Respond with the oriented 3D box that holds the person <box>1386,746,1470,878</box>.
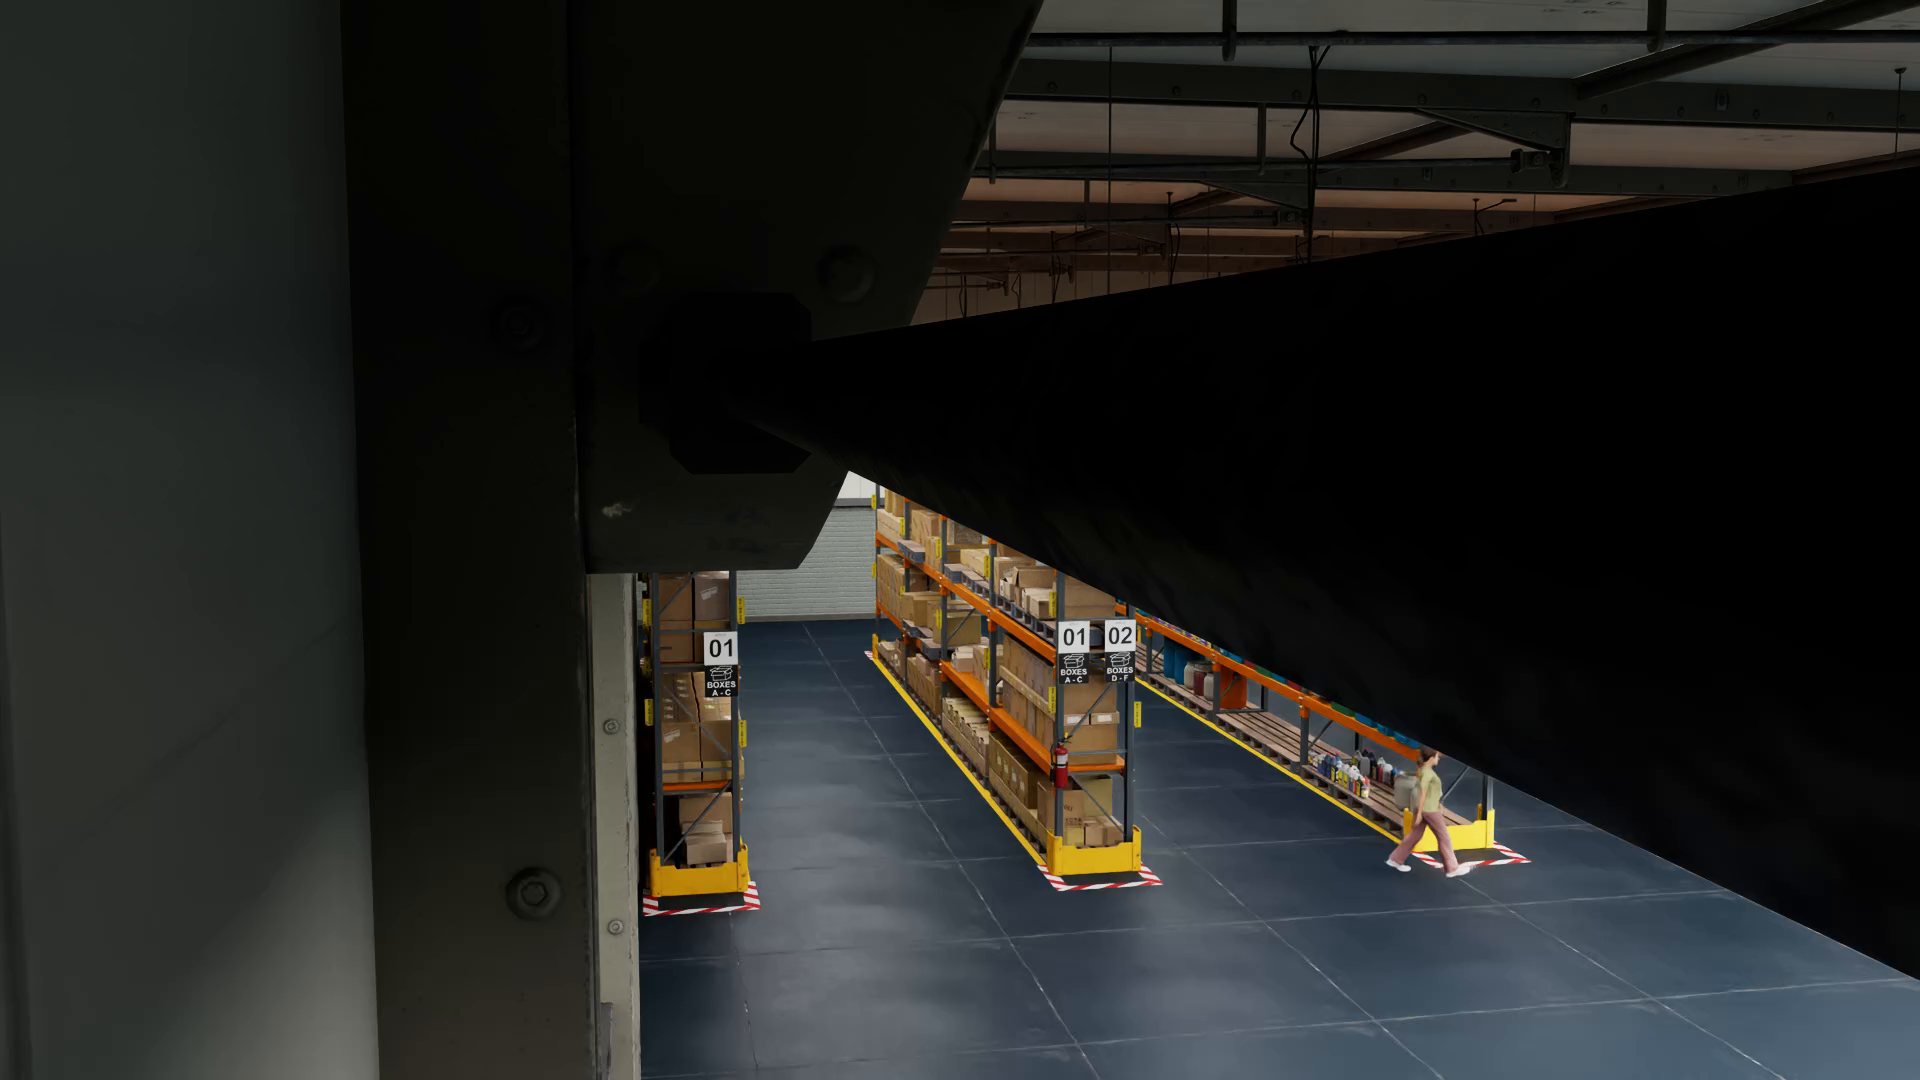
[{"bbox_3d":[5.873,3.385,20.833,0.945,1.637,0.490,0,6,-4],"label":"person"}]
